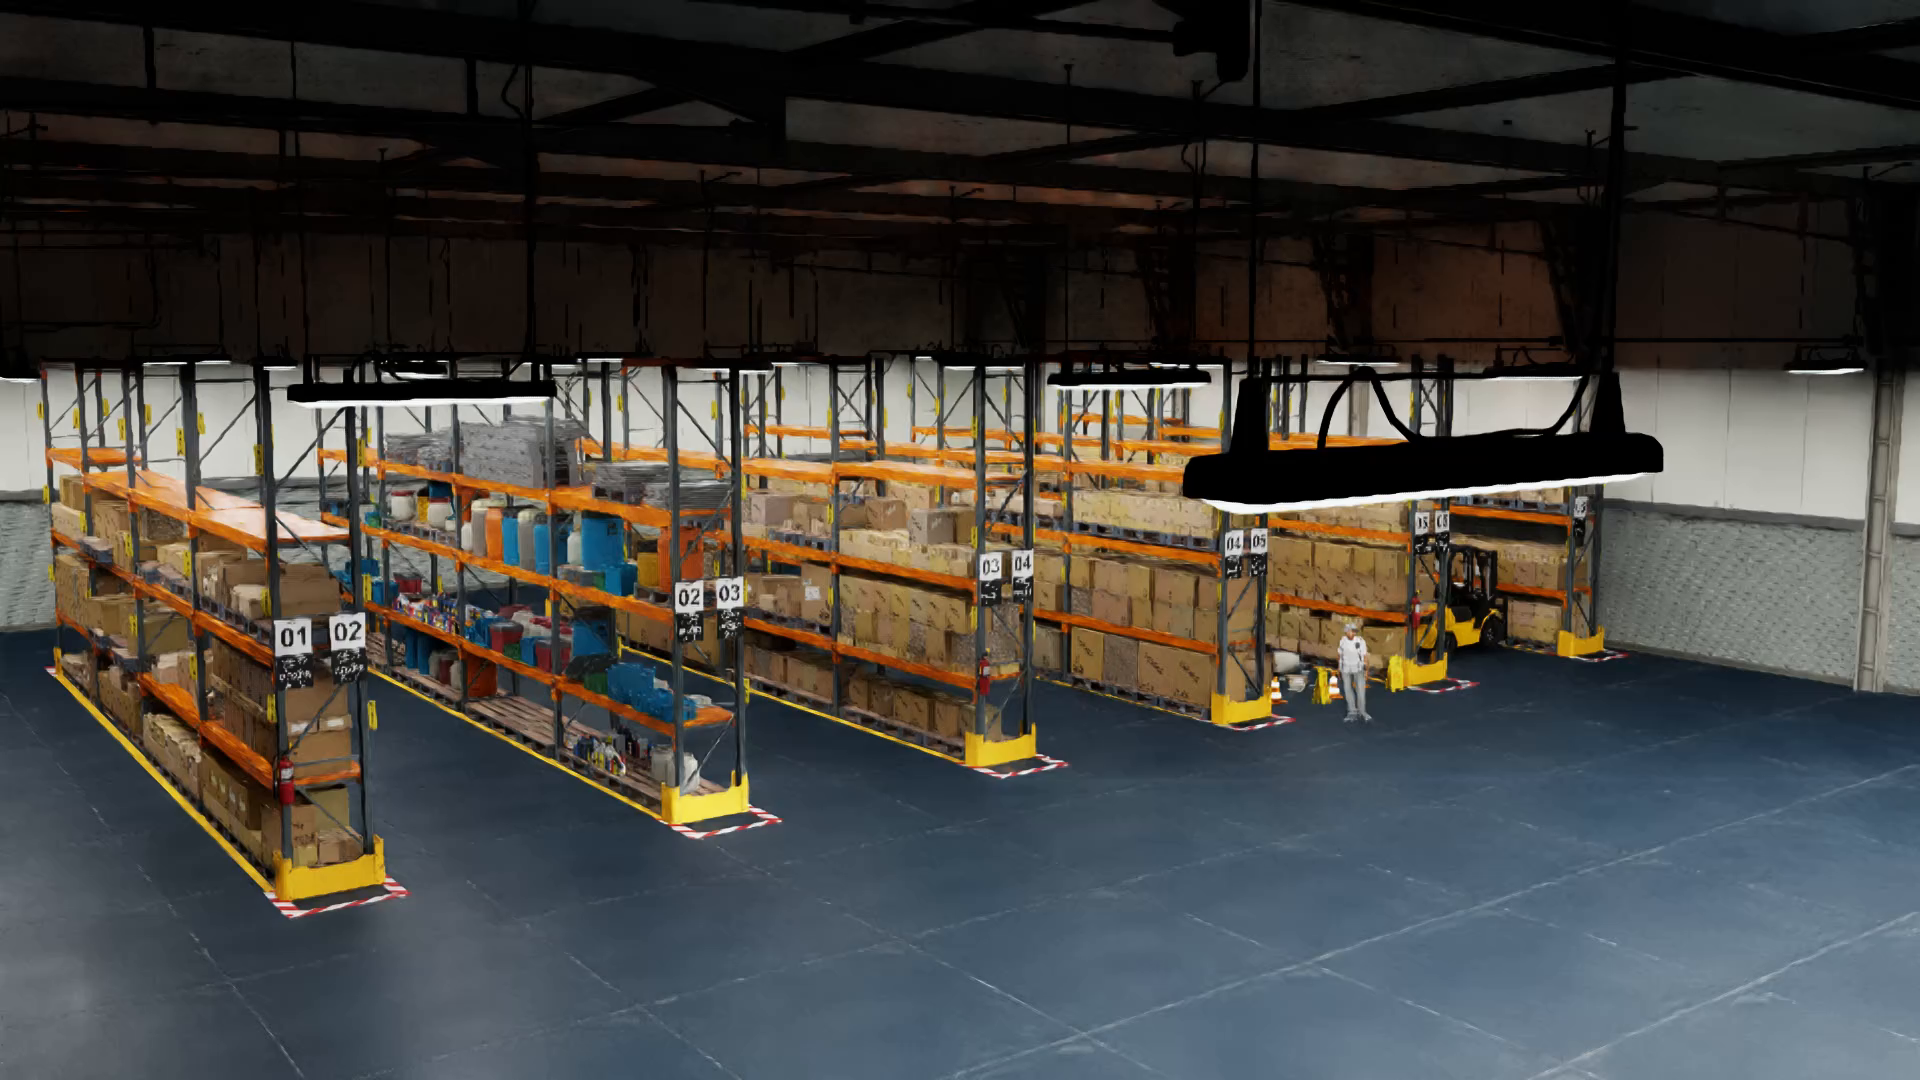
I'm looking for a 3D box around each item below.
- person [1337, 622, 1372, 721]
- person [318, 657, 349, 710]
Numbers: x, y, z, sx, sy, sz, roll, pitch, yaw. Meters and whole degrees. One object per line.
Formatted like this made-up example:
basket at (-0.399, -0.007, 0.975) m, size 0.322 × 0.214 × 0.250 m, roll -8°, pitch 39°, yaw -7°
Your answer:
person at (6.569, 2.186, 27.663) m, size 0.602 × 1.658 × 0.421 m, roll 3°, pitch 8°, yaw 26°
person at (-10.868, 2.073, 28.440) m, size 0.542 × 1.675 × 1.126 m, roll -5°, pitch 8°, yaw -33°
